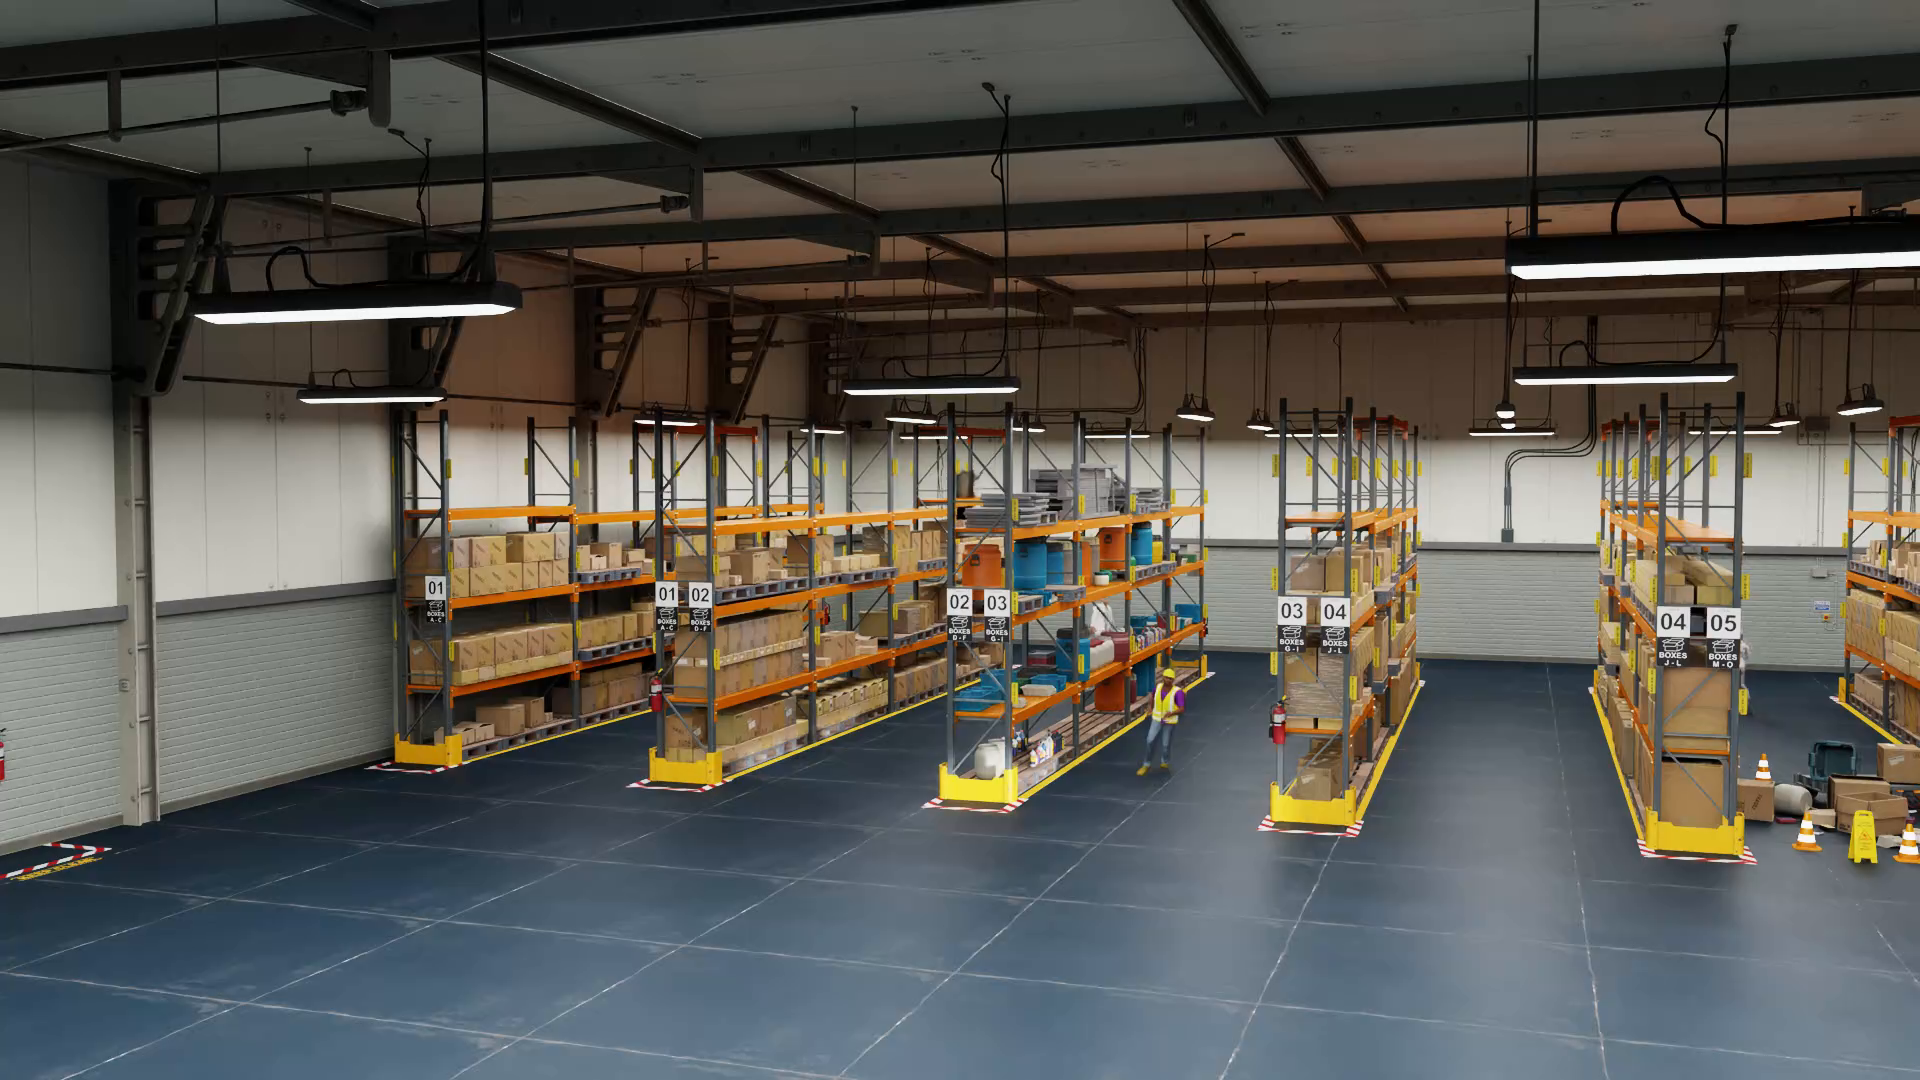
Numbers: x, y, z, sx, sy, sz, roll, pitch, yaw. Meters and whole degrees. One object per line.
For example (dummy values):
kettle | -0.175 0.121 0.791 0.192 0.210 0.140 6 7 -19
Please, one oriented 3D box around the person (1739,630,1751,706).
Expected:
person | 16.141 2.675 34.530 0.610 1.665 0.783 0 2 2

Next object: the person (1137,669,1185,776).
person | 3.326 2.955 27.080 0.743 1.729 0.833 1 3 23

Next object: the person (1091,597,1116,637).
person | 3.657 2.281 42.917 0.741 1.724 0.640 -2 3 -41

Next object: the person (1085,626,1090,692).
person | 2.778 2.639 37.278 0.524 1.566 0.578 -2 3 -41
